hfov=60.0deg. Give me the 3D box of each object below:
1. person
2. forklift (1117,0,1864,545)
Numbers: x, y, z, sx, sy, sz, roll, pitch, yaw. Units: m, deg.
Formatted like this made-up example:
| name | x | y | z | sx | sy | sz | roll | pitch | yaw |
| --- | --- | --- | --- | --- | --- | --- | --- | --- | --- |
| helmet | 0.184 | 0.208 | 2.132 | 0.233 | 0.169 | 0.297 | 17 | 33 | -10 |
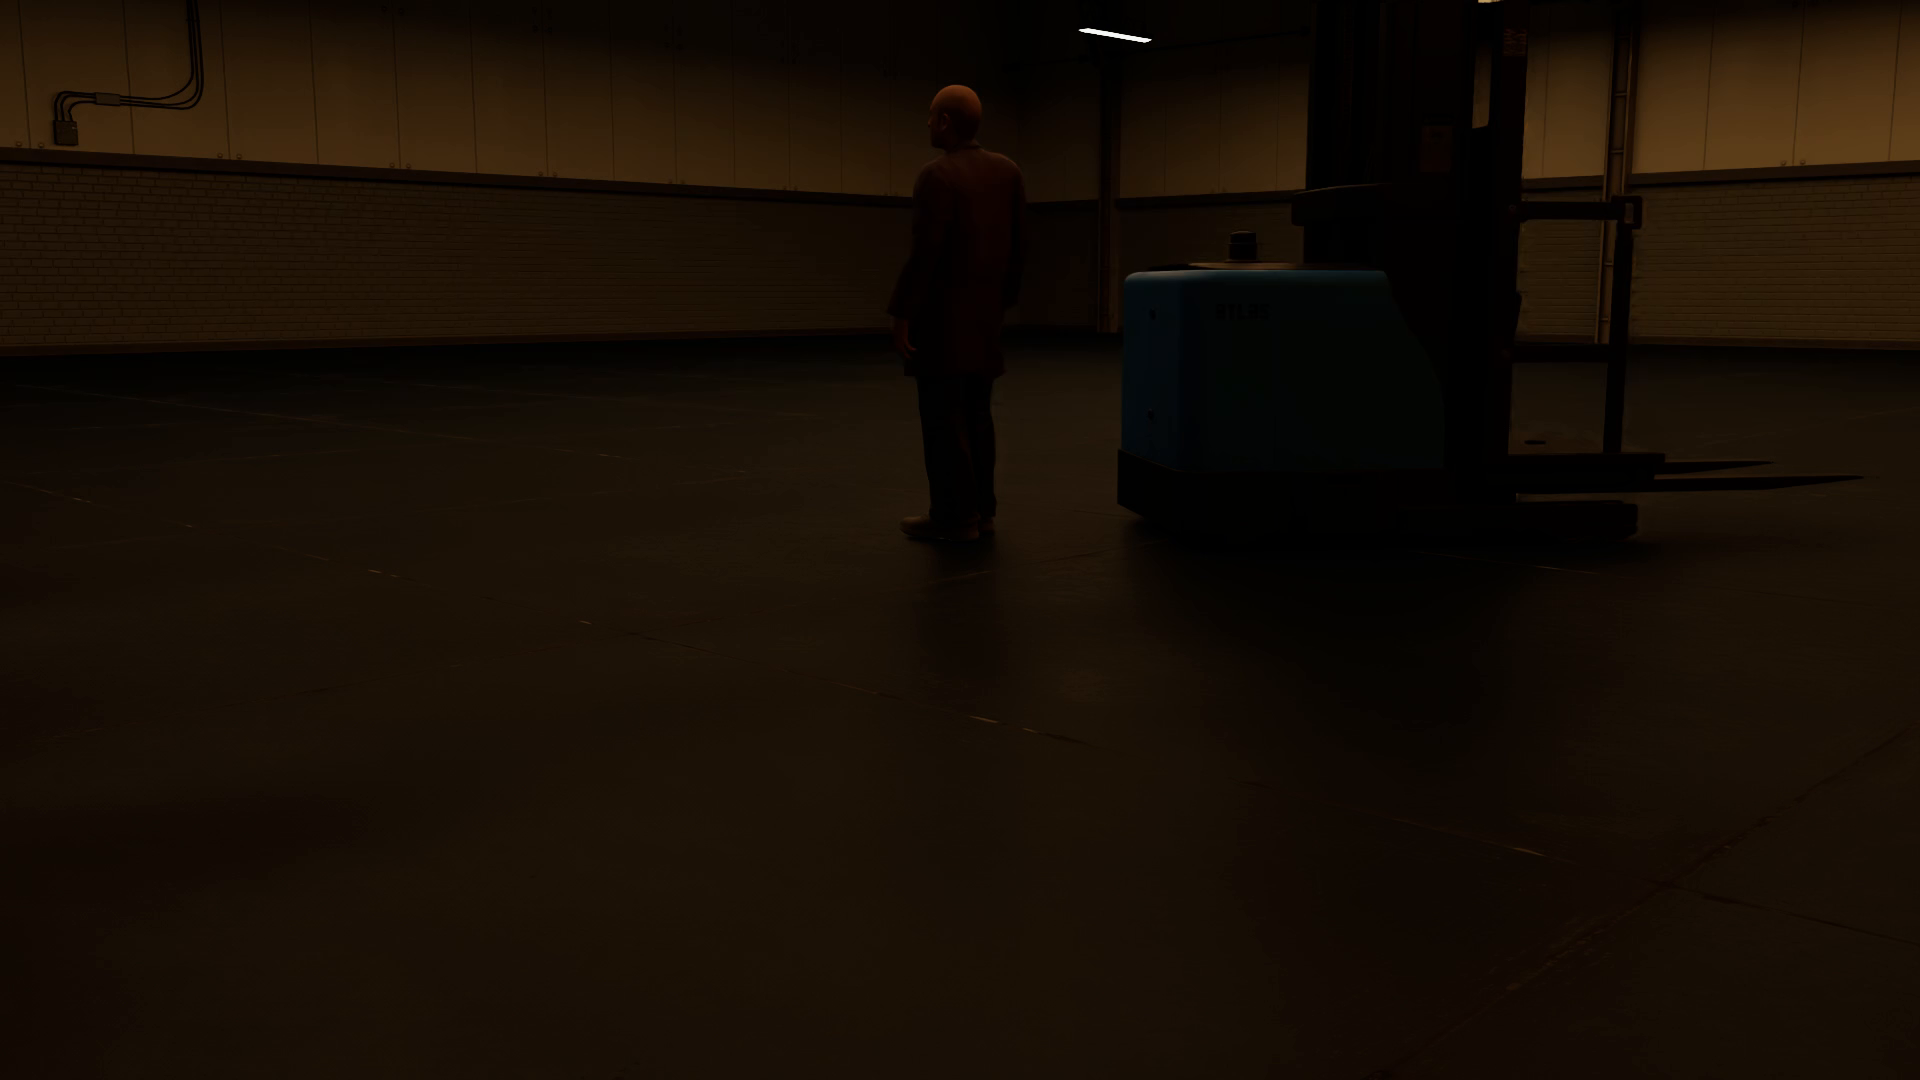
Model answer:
| name | x | y | z | sx | sy | sz | roll | pitch | yaw |
| --- | --- | --- | --- | --- | --- | --- | --- | --- | --- |
| person | -0.080 | -0.888 | 6.648 | 0.549 | 1.778 | 0.699 | 8 | 12 | 42 |
| forklift | 2.253 | -1.508 | 6.890 | 3.031 | 2.935 | 1.130 | -1 | 9 | -9 |
